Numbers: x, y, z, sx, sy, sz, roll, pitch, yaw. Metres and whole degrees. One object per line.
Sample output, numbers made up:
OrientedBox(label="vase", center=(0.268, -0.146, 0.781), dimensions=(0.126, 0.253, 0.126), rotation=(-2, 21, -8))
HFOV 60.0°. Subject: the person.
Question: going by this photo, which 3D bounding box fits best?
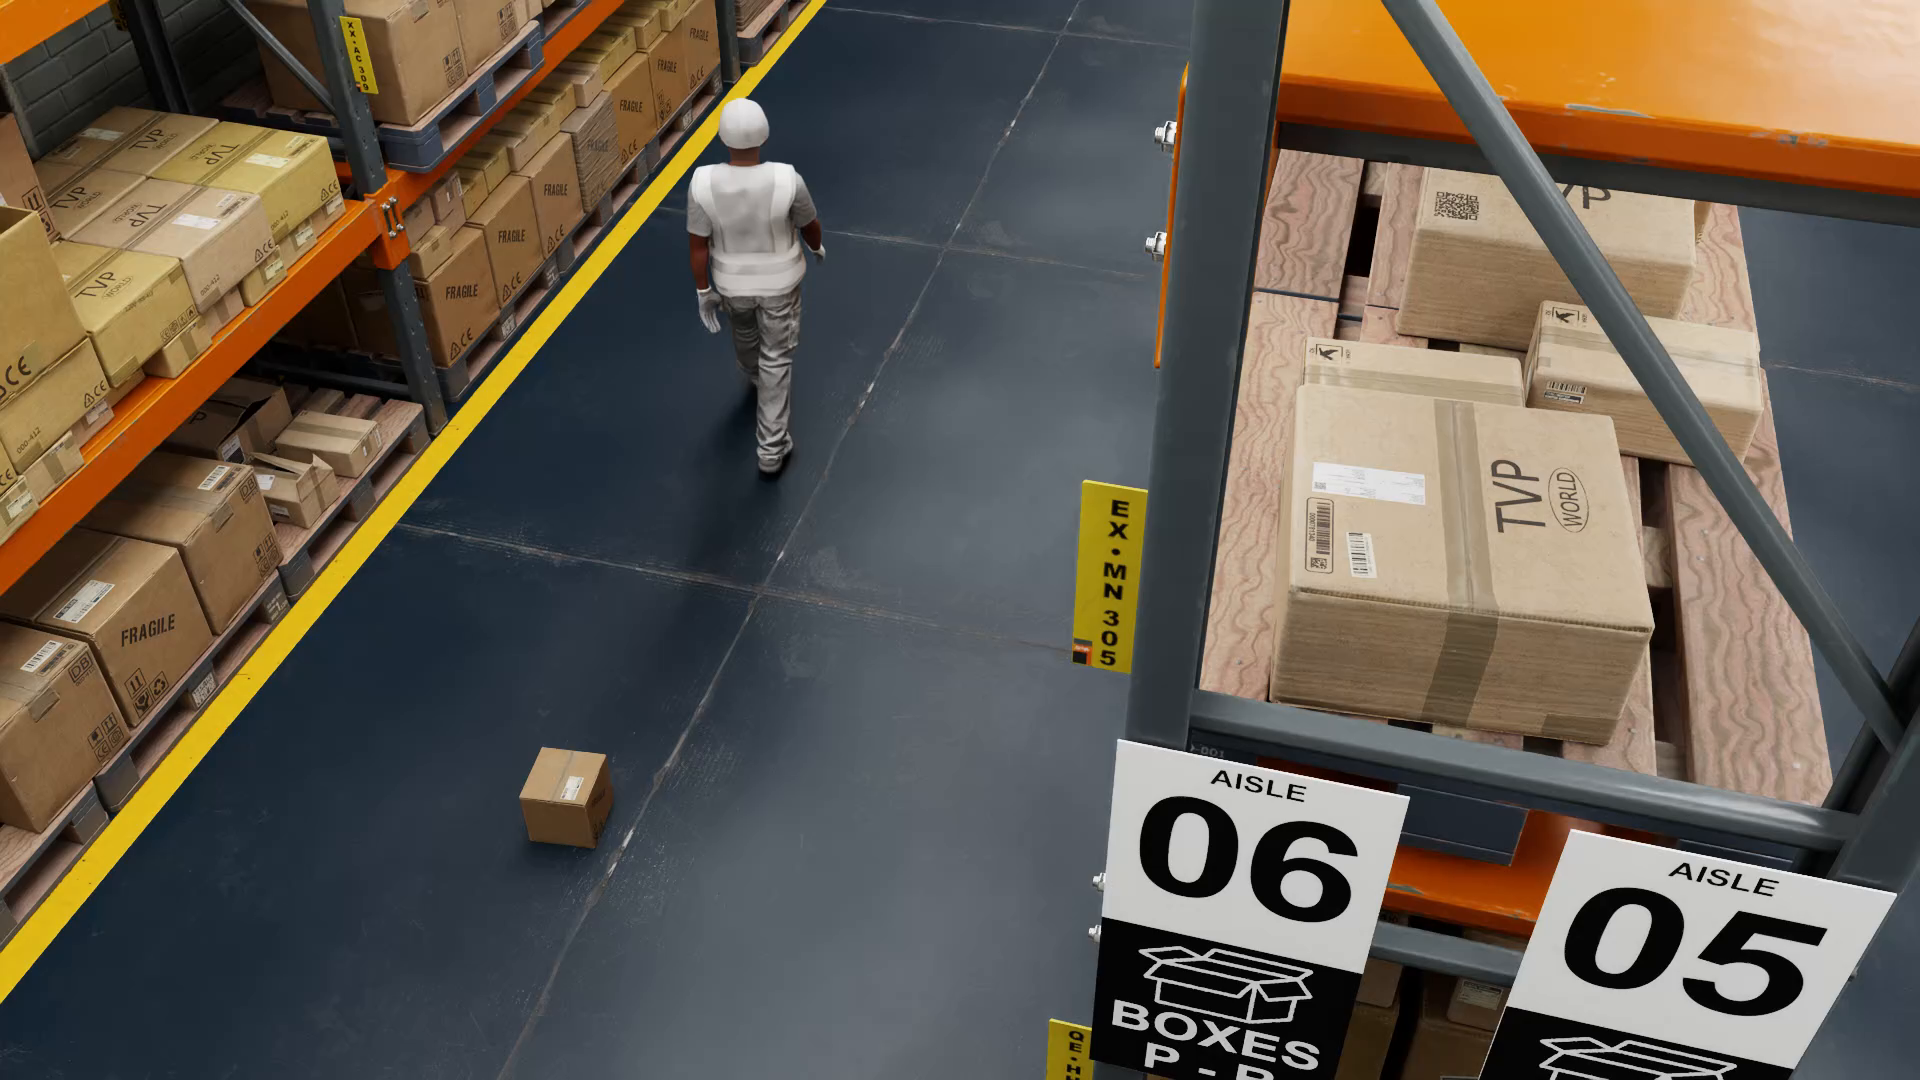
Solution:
OrientedBox(label="person", center=(-0.894, -1.284, 7.611), dimensions=(0.549, 1.726, 0.996), rotation=(4, 41, 4))
